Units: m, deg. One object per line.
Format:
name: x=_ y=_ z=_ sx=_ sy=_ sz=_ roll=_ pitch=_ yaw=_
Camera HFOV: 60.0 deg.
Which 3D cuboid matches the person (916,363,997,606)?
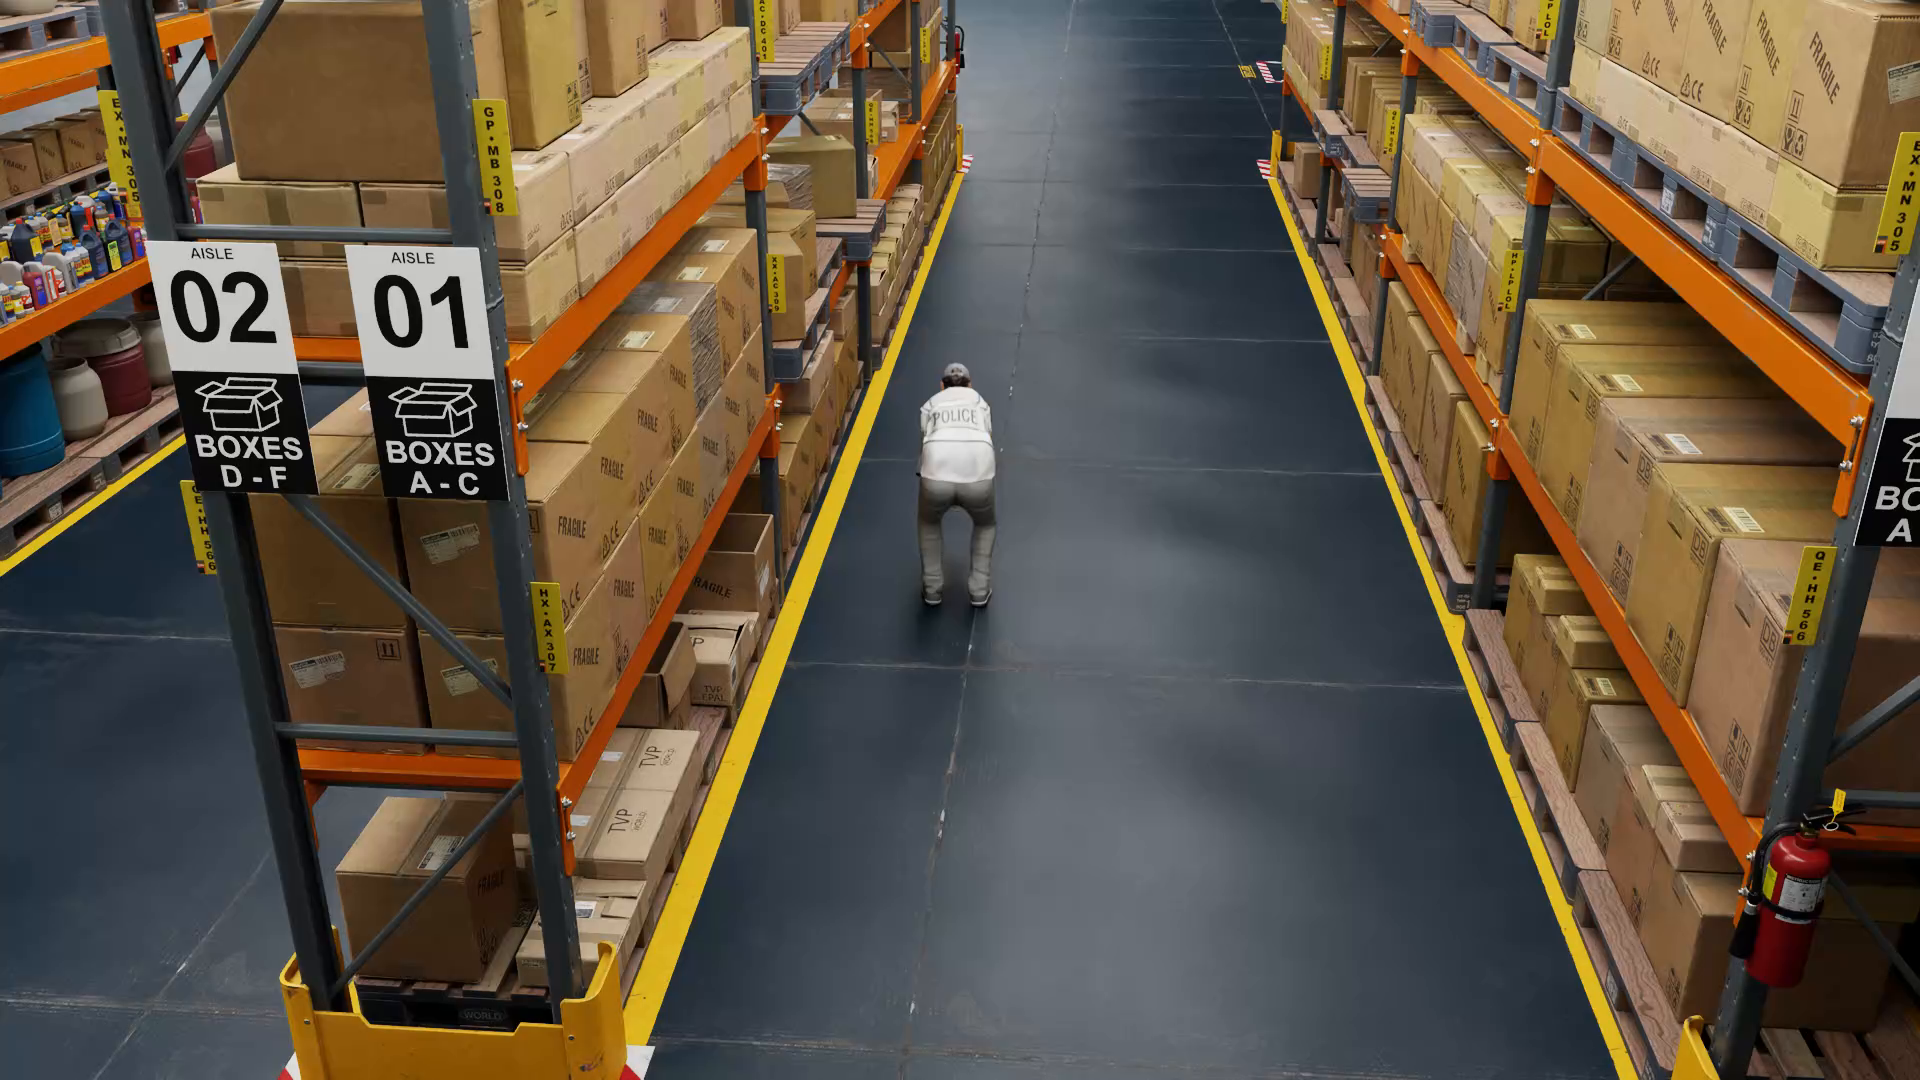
person: x=-0.015 y=-0.315 z=9.745 sx=0.470 sy=1.290 sz=0.884 roll=0 pitch=25 yaw=1
